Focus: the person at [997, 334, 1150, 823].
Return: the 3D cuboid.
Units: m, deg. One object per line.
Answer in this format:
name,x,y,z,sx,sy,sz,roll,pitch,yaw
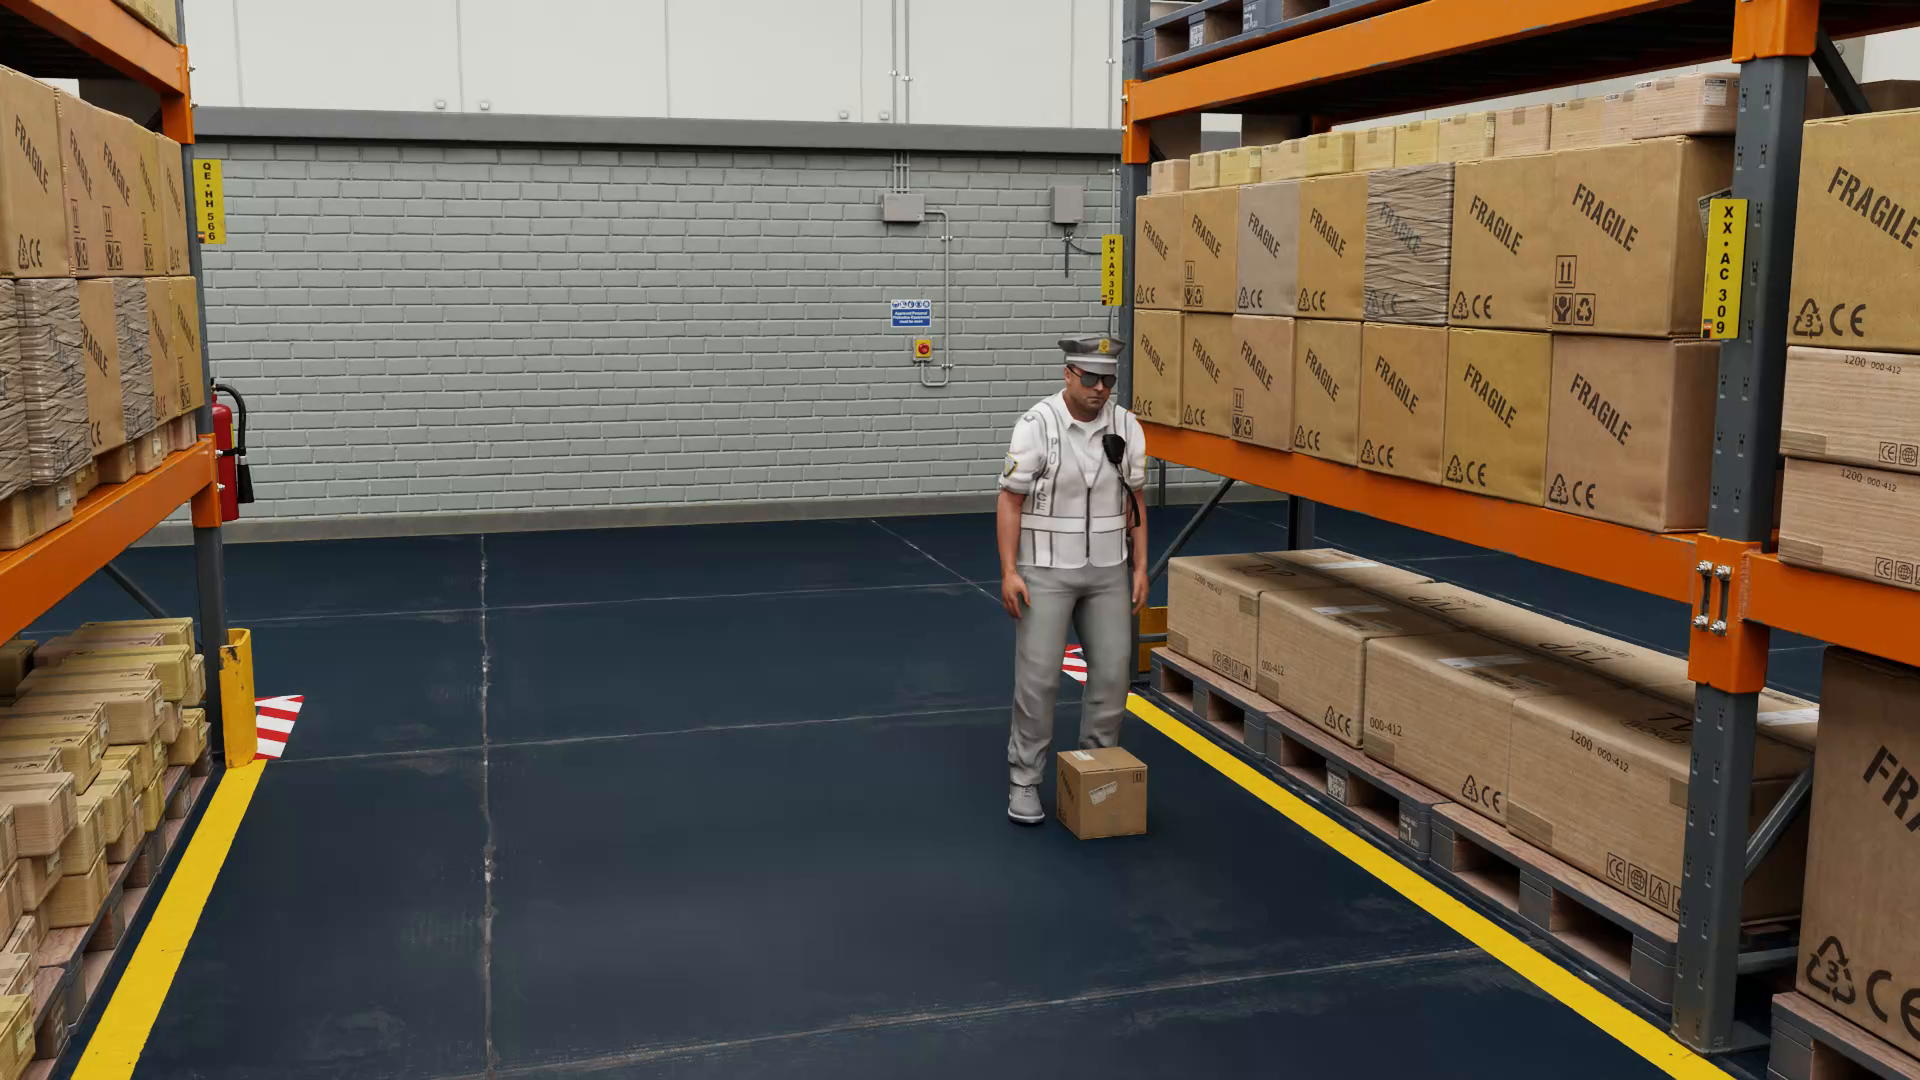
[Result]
person,0.416,0.122,6.095,0.583,1.747,0.437,-3,10,-17
